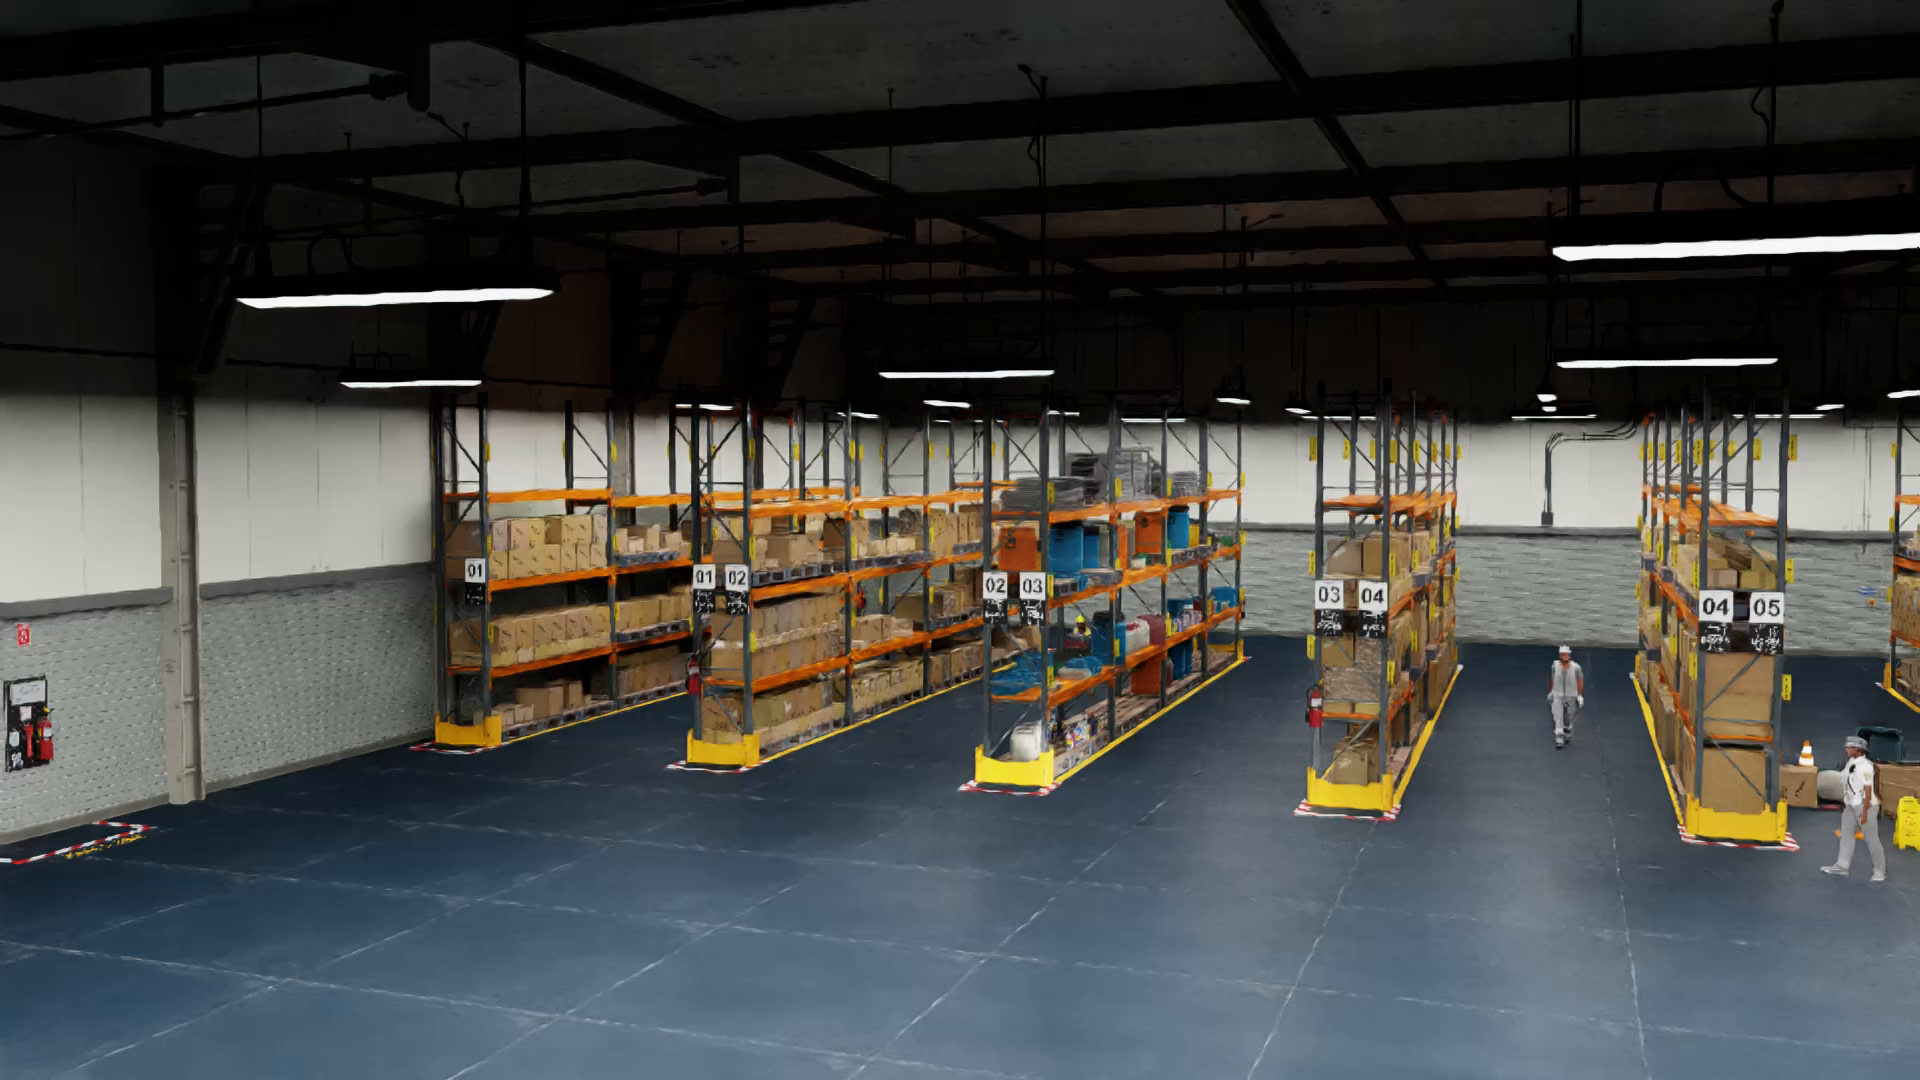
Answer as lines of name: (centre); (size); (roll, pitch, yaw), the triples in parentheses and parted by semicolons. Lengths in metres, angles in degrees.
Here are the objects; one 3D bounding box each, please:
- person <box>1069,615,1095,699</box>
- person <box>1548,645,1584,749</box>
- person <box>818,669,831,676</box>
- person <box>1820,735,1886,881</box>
person: (2.475, 2.348, 33.683); (0.582, 1.685, 1.120); (1, 3, 23)
person: (10.231, 2.638, 28.092); (0.567, 1.736, 1.044); (1, 3, 19)
person: (-2.877, 2.289, 34.261); (0.588, 1.759, 0.503); (-3, 4, -41)
person: (10.516, 3.127, 19.512); (0.605, 1.656, 0.592); (0, 3, 3)
